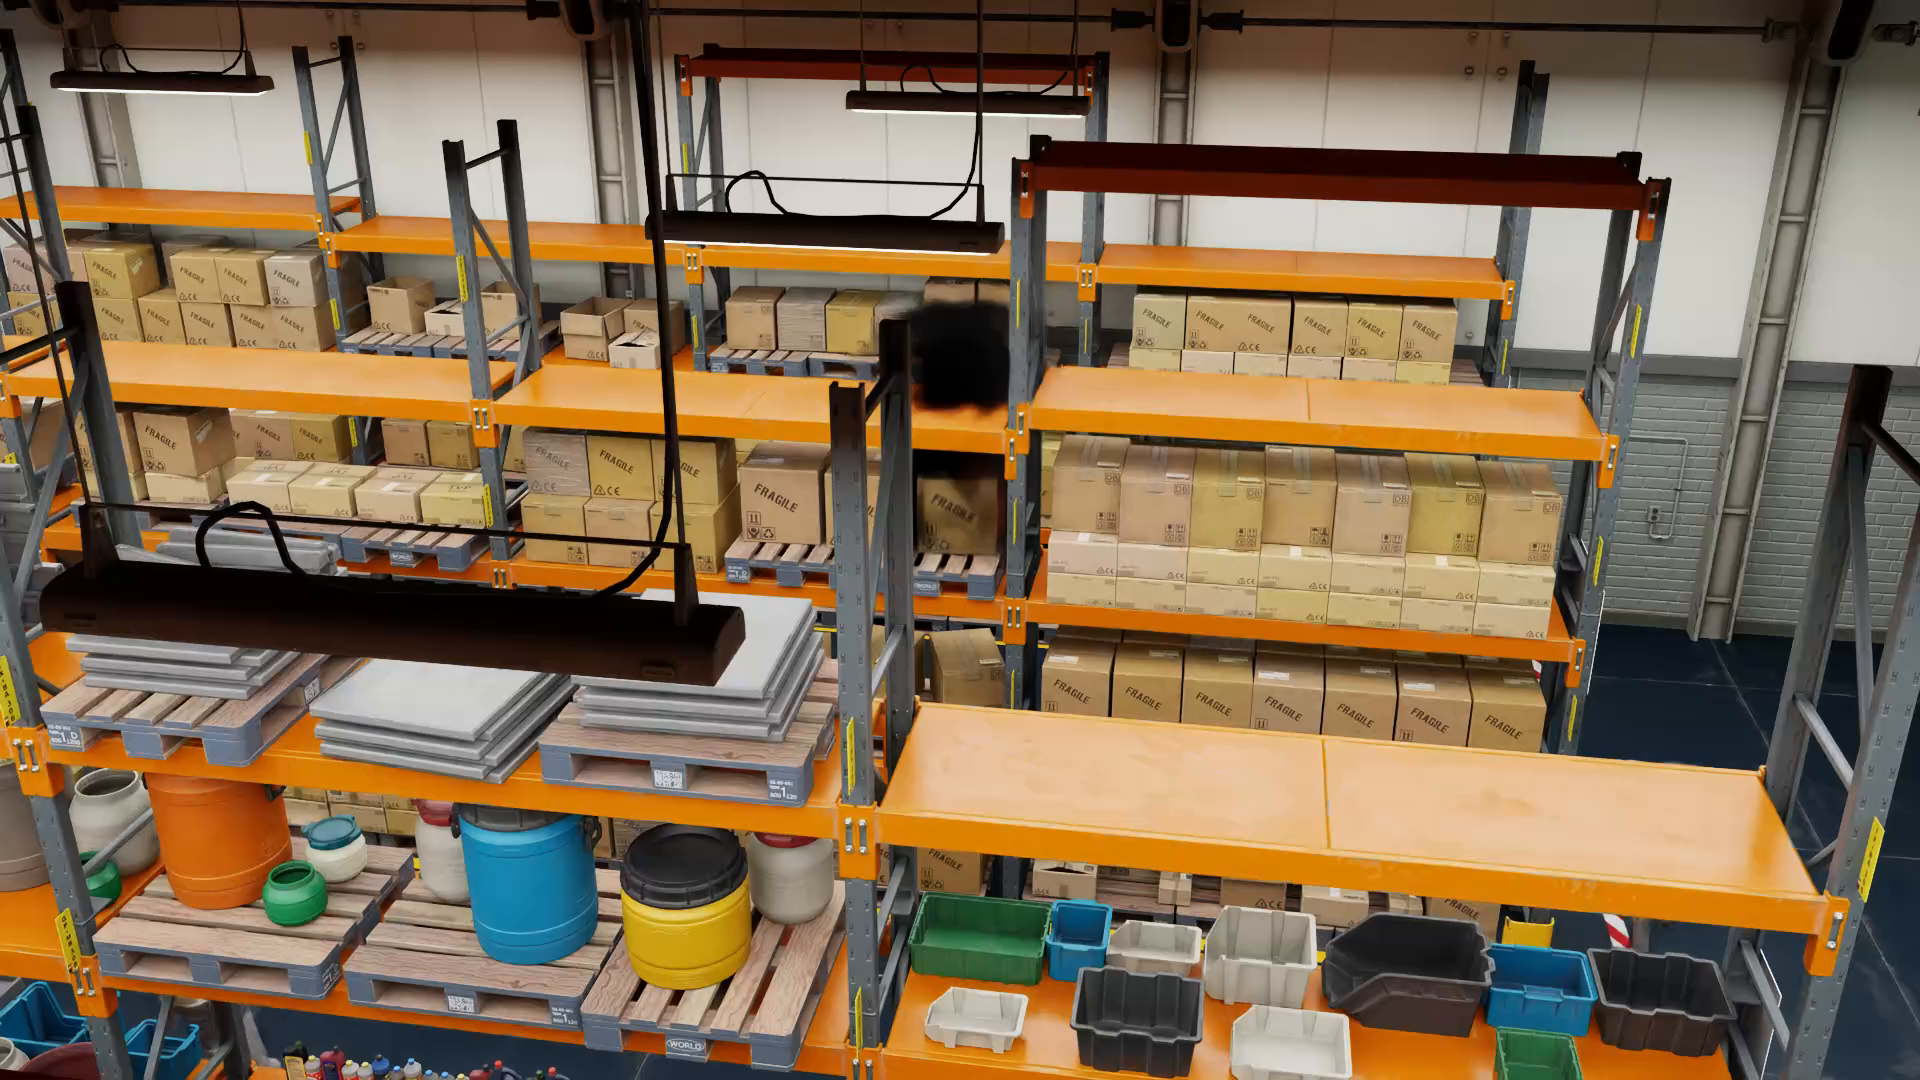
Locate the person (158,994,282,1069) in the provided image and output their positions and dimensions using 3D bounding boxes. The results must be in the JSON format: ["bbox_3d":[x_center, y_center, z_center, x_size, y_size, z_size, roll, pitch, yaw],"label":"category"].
[{"bbox_3d":[-4.967,3.003,11.055,0.468,1.794,0.642,19,29,37],"label":"person"}]

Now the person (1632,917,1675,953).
[{"bbox_3d":[5.298,2.435,12.559,0.608,1.679,0.648,9,25,21],"label":"person"}]
